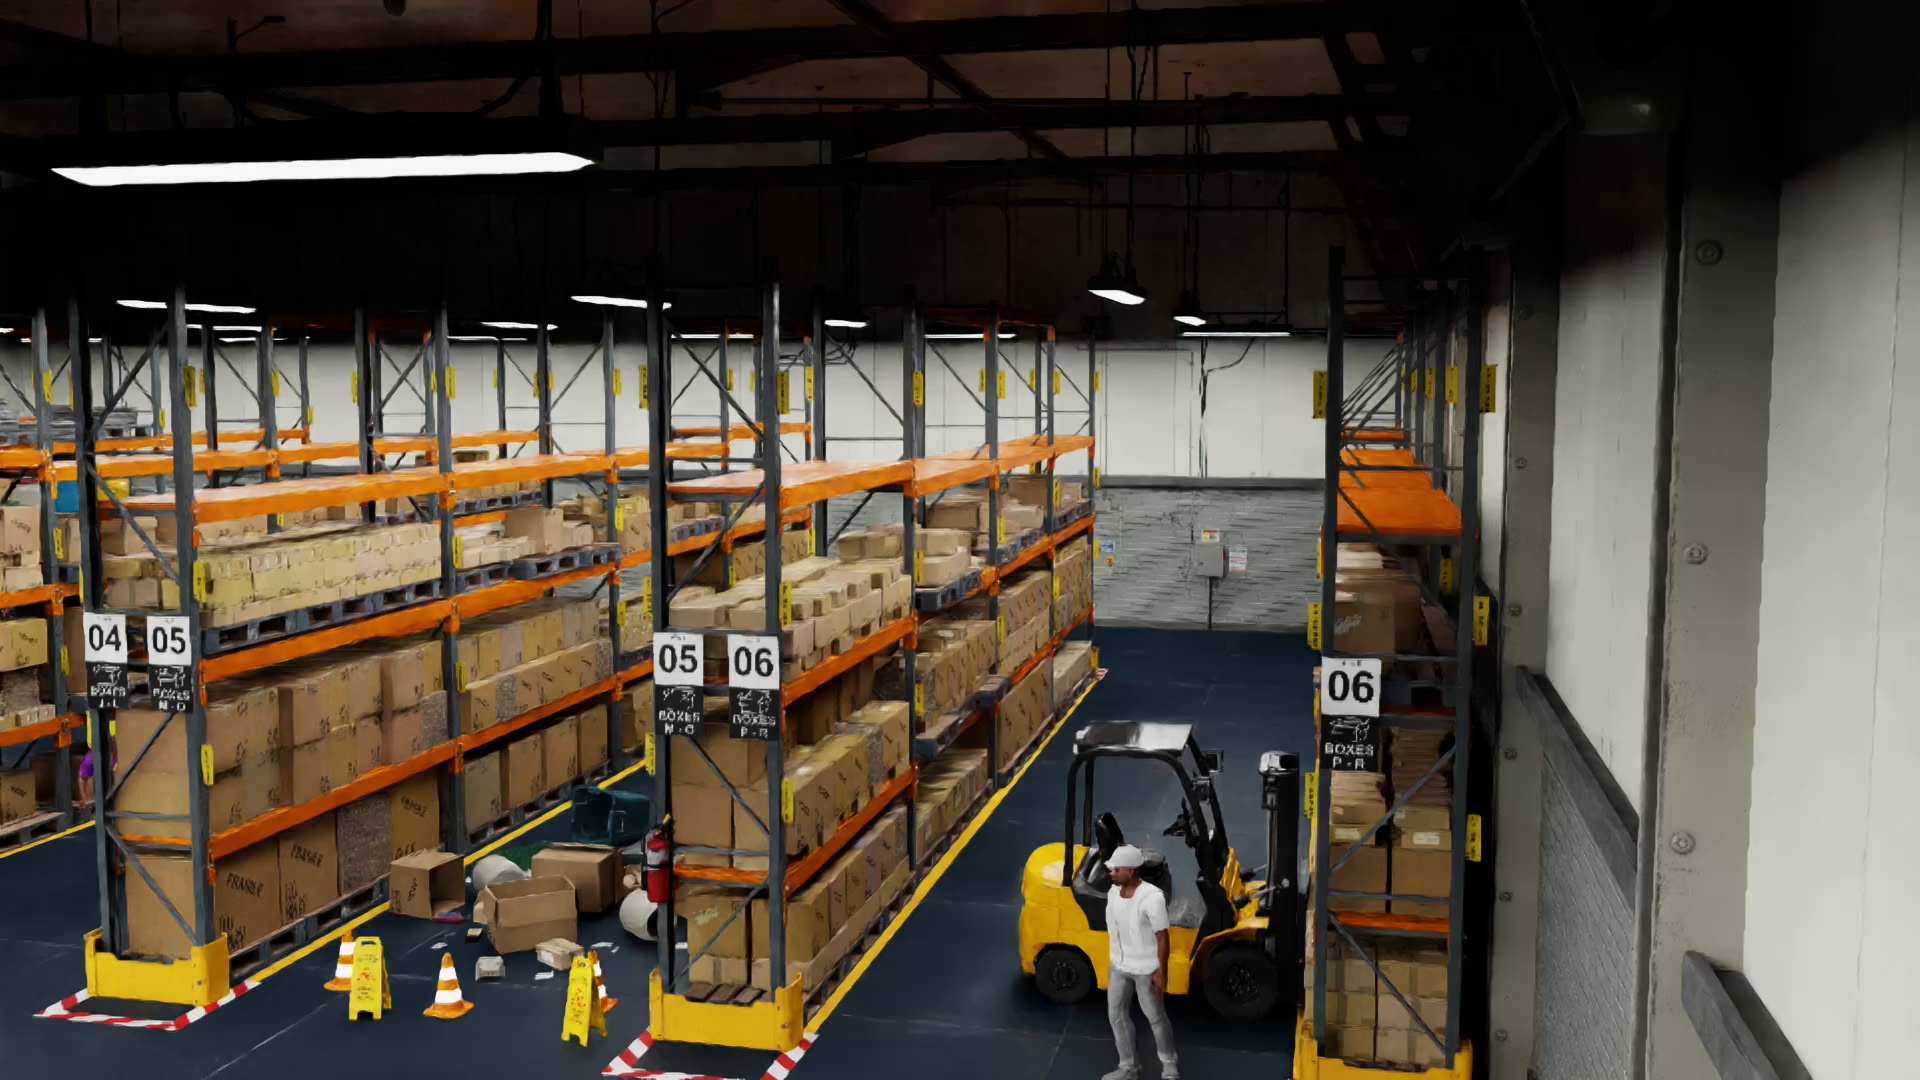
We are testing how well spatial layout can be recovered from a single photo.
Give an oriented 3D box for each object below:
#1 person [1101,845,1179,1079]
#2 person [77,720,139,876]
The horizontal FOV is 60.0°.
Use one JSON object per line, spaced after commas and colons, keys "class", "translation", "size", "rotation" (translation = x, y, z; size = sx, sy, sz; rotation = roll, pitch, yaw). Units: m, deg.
{"class": "person", "translation": [1.316, 3.078, 12.121], "size": [0.574, 1.752, 0.599], "rotation": [-5, 8, -40]}
{"class": "person", "translation": [-8.449, 2.627, 16.721], "size": [0.700, 1.705, 0.840], "rotation": [0, 6, -4]}
